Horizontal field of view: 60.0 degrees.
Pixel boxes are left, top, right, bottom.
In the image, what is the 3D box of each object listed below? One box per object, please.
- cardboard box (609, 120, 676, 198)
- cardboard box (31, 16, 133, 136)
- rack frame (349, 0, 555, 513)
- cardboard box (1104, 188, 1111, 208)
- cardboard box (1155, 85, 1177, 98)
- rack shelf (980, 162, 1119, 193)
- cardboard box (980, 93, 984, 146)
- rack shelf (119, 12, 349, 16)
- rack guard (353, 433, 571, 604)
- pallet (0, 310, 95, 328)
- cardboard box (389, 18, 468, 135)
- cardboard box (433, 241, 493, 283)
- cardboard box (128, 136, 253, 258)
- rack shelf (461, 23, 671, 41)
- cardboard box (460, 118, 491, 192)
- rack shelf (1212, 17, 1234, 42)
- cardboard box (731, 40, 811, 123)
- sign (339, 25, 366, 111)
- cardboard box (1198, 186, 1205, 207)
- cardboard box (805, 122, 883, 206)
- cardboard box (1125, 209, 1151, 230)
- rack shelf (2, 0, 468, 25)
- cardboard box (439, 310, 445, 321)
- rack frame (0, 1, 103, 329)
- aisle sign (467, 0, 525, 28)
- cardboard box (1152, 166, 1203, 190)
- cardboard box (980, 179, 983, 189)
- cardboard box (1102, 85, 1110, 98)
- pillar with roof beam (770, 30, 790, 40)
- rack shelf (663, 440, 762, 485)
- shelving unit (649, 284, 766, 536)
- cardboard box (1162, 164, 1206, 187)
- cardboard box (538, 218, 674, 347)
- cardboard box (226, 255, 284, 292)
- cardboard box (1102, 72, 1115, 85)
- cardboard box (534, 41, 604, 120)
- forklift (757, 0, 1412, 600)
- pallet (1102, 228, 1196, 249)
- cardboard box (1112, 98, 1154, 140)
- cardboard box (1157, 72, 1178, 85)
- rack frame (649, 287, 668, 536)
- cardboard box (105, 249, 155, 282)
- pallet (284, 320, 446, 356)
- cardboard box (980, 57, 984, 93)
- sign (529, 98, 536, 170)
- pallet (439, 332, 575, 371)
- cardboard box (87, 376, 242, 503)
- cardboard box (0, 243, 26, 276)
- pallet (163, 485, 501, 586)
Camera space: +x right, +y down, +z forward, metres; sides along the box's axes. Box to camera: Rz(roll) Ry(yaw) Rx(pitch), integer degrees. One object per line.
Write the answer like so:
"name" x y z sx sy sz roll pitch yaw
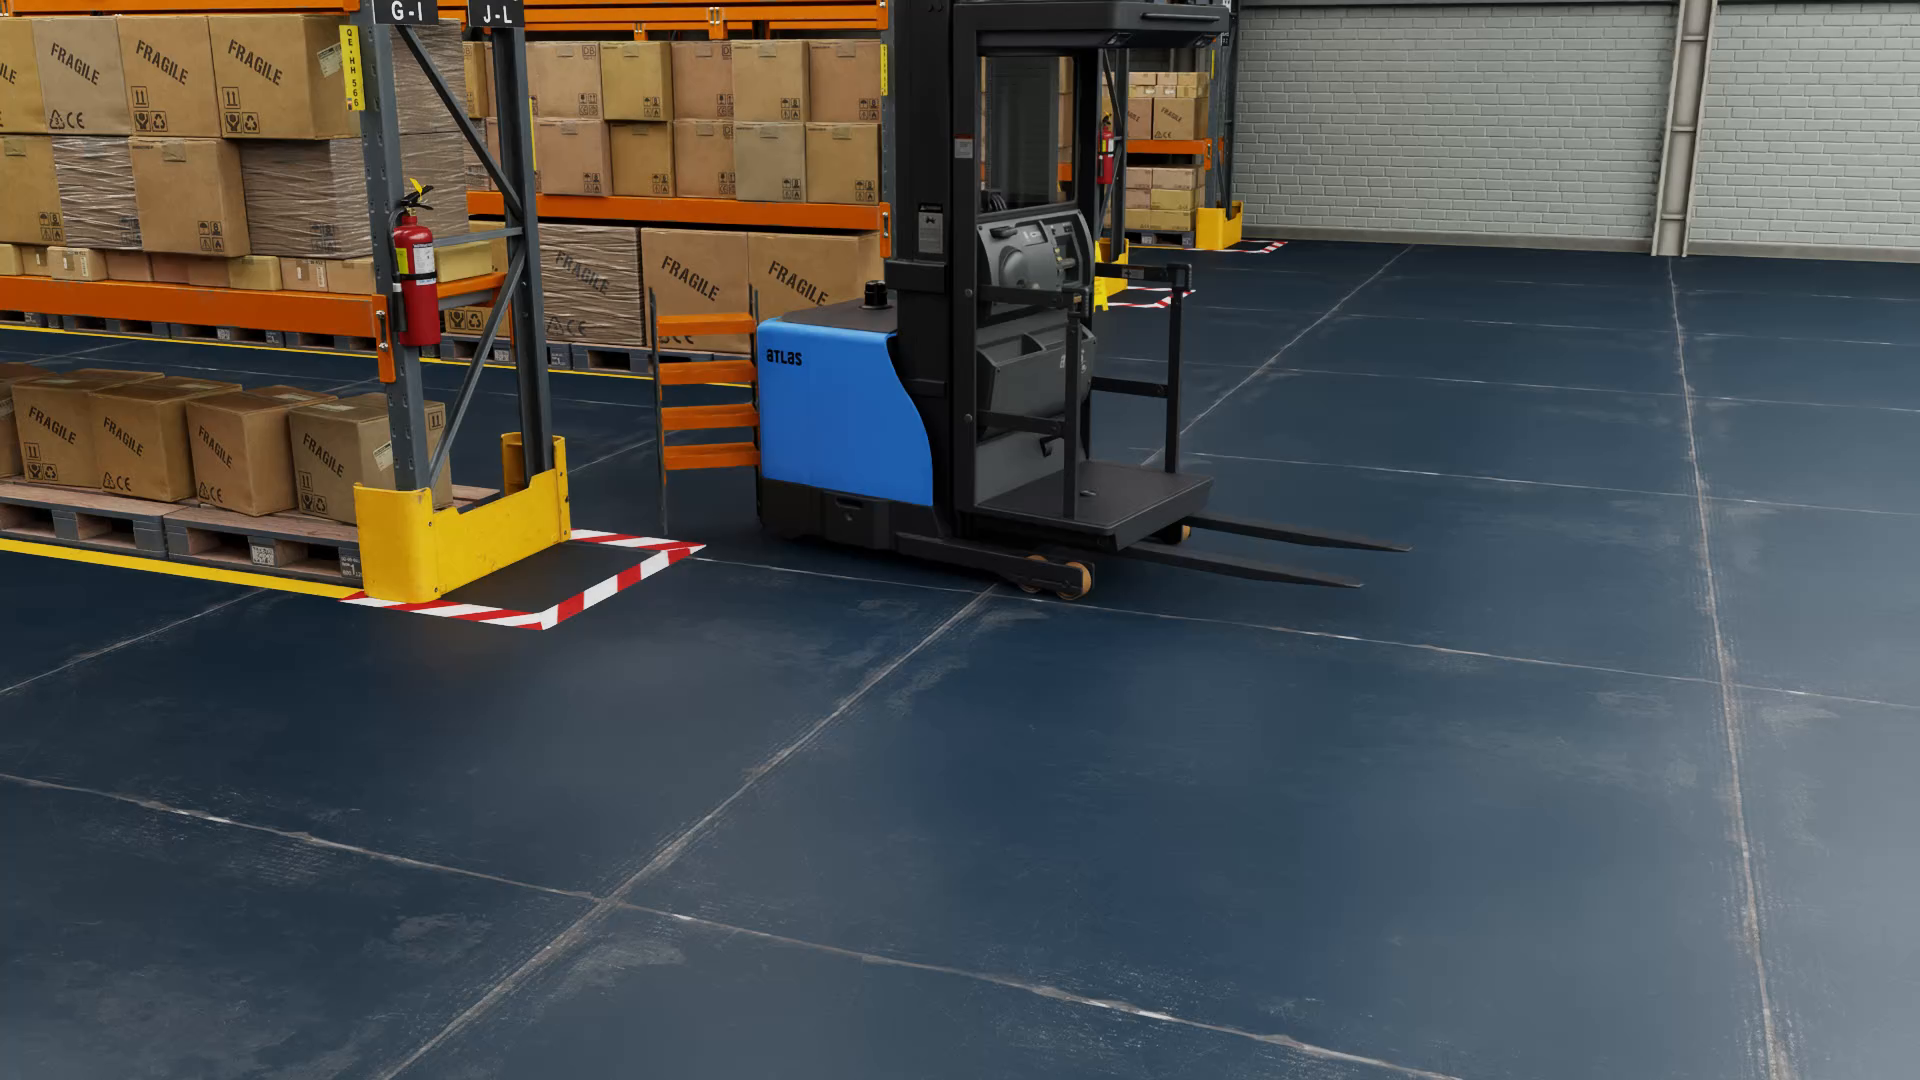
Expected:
"cardboard box" -2.155 -2.877 12.436 0.500 0.550 0.875 6 17 21
"cardboard box" -3.739 -2.084 7.465 0.500 0.500 0.500 6 17 21
"rack frame" -2.205 -1.319 7.338 0.127 3.000 1.000 6 17 21
"cardboard box" 1.731 -4.369 21.124 0.500 0.250 0.500 6 17 19
"cardboard box" 2.575 -5.518 20.458 0.250 0.149 0.380 7 17 22
"rack shelf" -0.429 -3.749 16.996 4.000 0.370 1.077 6 17 21
"cardboard box" 0.361 -4.117 16.261 0.500 0.500 0.500 6 17 21
"rack shelf" -7.871 -6.007 19.397 4.000 0.370 1.077 6 17 21
"rack guard" -2.276 -0.127 7.713 0.348 0.500 1.175 6 17 21
"pallet" -8.459 -2.155 15.218 1.213 0.211 1.003 6 17 21
"cardboard box" -2.616 -2.117 7.580 0.500 0.500 0.500 6 17 21
"cardboard box" -2.382 -1.290 7.686 0.250 0.149 0.380 6 17 21
"cardboard box" -3.216 -1.594 7.570 0.500 0.500 0.875 6 17 21
"rack shelf" -6.053 -7.295 23.833 4.000 0.370 1.077 6 17 21
"cardboard box" -3.664 -3.042 13.002 0.550 0.550 0.875 6 17 21
"rack shelf" 1.389 -6.477 21.014 4.000 0.370 1.077 6 17 21
"cardboard box" -1.167 -3.266 11.839 0.550 0.550 0.875 6 17 21
"sign" -2.427 -1.885 6.643 0.005 0.325 0.100 6 17 21
"cardboard box" 2.888 -4.400 21.233 0.500 0.250 0.500 7 17 22
"cardboard box" -0.653 -2.694 11.803 0.550 0.550 0.875 6 17 21
"cardboard box" 2.237 -4.078 21.019 0.500 0.250 0.500 6 17 21
"rack shelf" -5.872 -4.304 13.530 4.000 0.370 1.077 6 17 21
"cardboard box" -4.622 -2.166 13.536 0.750 0.750 1.050 6 17 20
"rack frame" -7.733 -3.414 14.552 0.127 3.000 1.000 6 17 21
"aisle sign" -2.037 -2.639 7.221 0.004 0.787 0.394 6 17 21
"cardboard box" 2.706 -4.505 20.696 0.500 0.250 0.500 7 18 22
"cardboard box" 0.224 -3.477 16.440 0.250 0.149 0.380 7 18 22
"cardboard box" 1.864 -5.604 20.753 0.250 0.149 0.380 6 17 19
"pillar with roof beam" -4.229 -7.860 19.109 0.400 9.000 9.100 6 17 21
"rack shelf" -1.249 -0.390 8.319 0.480 0.148 0.258 -4 17 -14
"shelving unit" -1.249 -0.645 8.245 0.503 1.200 0.258 -4 17 -14
"cardboard box" 2.871 -4.637 21.151 0.500 0.250 0.500 6 17 20
"cardboard box" -2.613 -2.012 12.782 0.875 0.875 0.875 6 17 21
"cardboard box" -3.029 -1.212 7.420 0.250 0.149 0.380 6 17 21
"cardboard box" 1.857 -5.741 20.693 0.250 0.149 0.380 7 18 22
"cardboard box" -2.675 -3.431 12.407 0.550 0.550 0.875 6 17 21
"forklift" 0.526 -1.312 7.437 3.031 2.935 1.130 10 19 32
"pallet" 2.522 -3.905 21.248 1.213 0.211 1.003 6 17 21
"cardboard box" 2.216 -5.263 20.743 0.500 0.500 0.500 7 18 22
"cardboard box" 2.598 -5.679 20.478 0.250 0.149 0.380 6 17 21
"rack frame" -1.486 -0.629 8.188 0.015 1.200 0.240 -4 17 -14
"cardboard box" -3.715 -1.298 7.715 0.250 0.149 0.380 6 17 21
"pallet" -4.757 -1.725 13.736 1.213 0.211 1.003 6 17 21
"cardboard box" 0.408 -4.610 16.166 0.500 0.500 0.700 6 17 21
"sign" -2.006 -1.876 7.702 0.005 0.325 0.100 6 17 21
"pallet" -3.333 -1.567 13.194 1.213 0.211 1.003 6 17 21
"cardboard box" -3.924 -0.510 8.280 0.500 0.500 0.500 8 18 26
"cardboard box" -4.436 -1.358 7.921 0.250 0.149 0.380 6 17 21
"pallet" -3.018 -0.080 8.071 1.213 0.211 1.003 6 17 21
